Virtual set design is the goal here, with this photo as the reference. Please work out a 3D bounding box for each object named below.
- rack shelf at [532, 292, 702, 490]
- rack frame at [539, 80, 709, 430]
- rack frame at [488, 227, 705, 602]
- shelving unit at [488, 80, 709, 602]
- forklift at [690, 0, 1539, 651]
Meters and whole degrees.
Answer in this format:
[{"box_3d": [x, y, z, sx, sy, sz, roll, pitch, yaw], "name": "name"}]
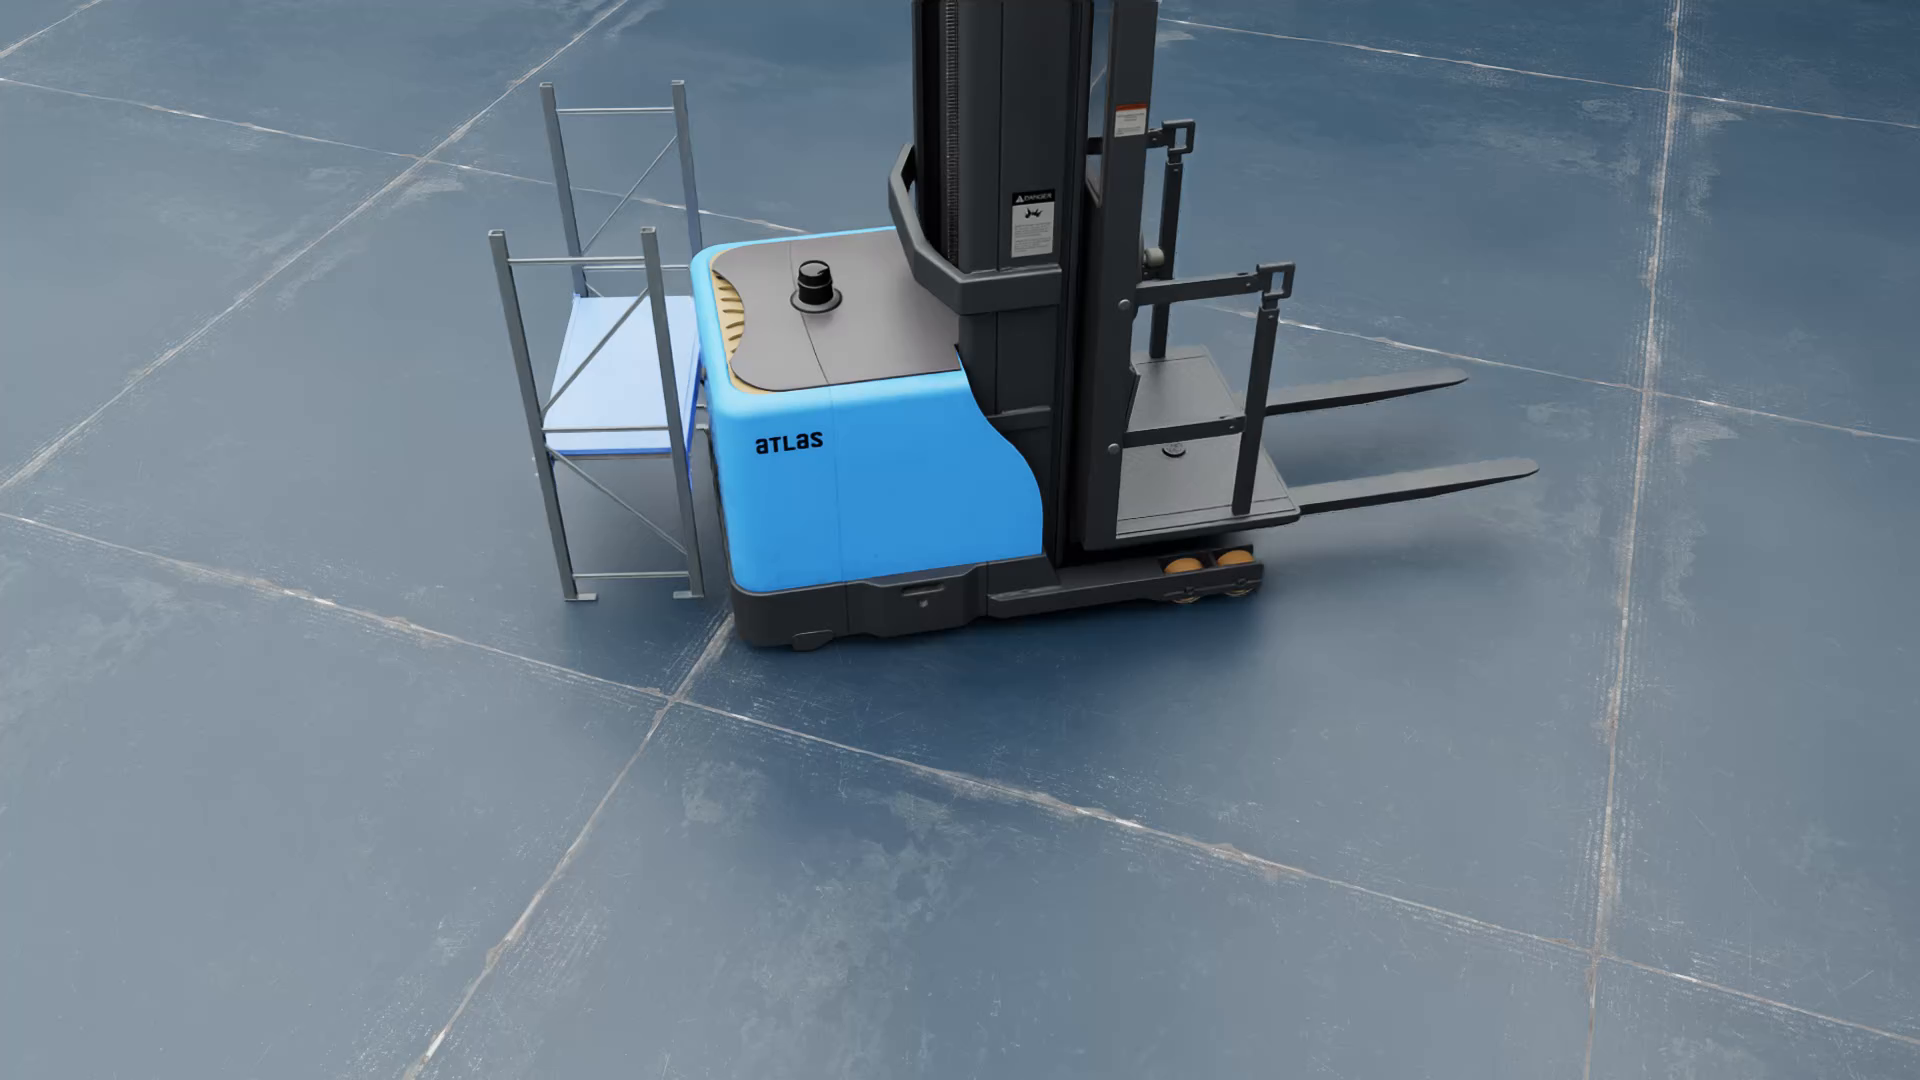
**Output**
[{"box_3d": [-1.196, -0.558, 6.025, 0.538, 0.185, 1.000, -2, 40, -2], "name": "rack shelf"}, {"box_3d": [-1.217, -1.024, 6.295, 0.500, 1.500, 0.032, -2, 40, -2], "name": "rack frame"}, {"box_3d": [-1.175, -0.365, 5.522, 0.500, 1.500, 0.032, -2, 40, -2], "name": "rack frame"}, {"box_3d": [-1.196, -0.695, 5.909, 0.538, 1.500, 1.048, -2, 40, -2], "name": "shelving unit"}, {"box_3d": [0.618, -1.217, 5.418, 3.031, 2.935, 1.130, -8, 41, -9], "name": "forklift"}]
